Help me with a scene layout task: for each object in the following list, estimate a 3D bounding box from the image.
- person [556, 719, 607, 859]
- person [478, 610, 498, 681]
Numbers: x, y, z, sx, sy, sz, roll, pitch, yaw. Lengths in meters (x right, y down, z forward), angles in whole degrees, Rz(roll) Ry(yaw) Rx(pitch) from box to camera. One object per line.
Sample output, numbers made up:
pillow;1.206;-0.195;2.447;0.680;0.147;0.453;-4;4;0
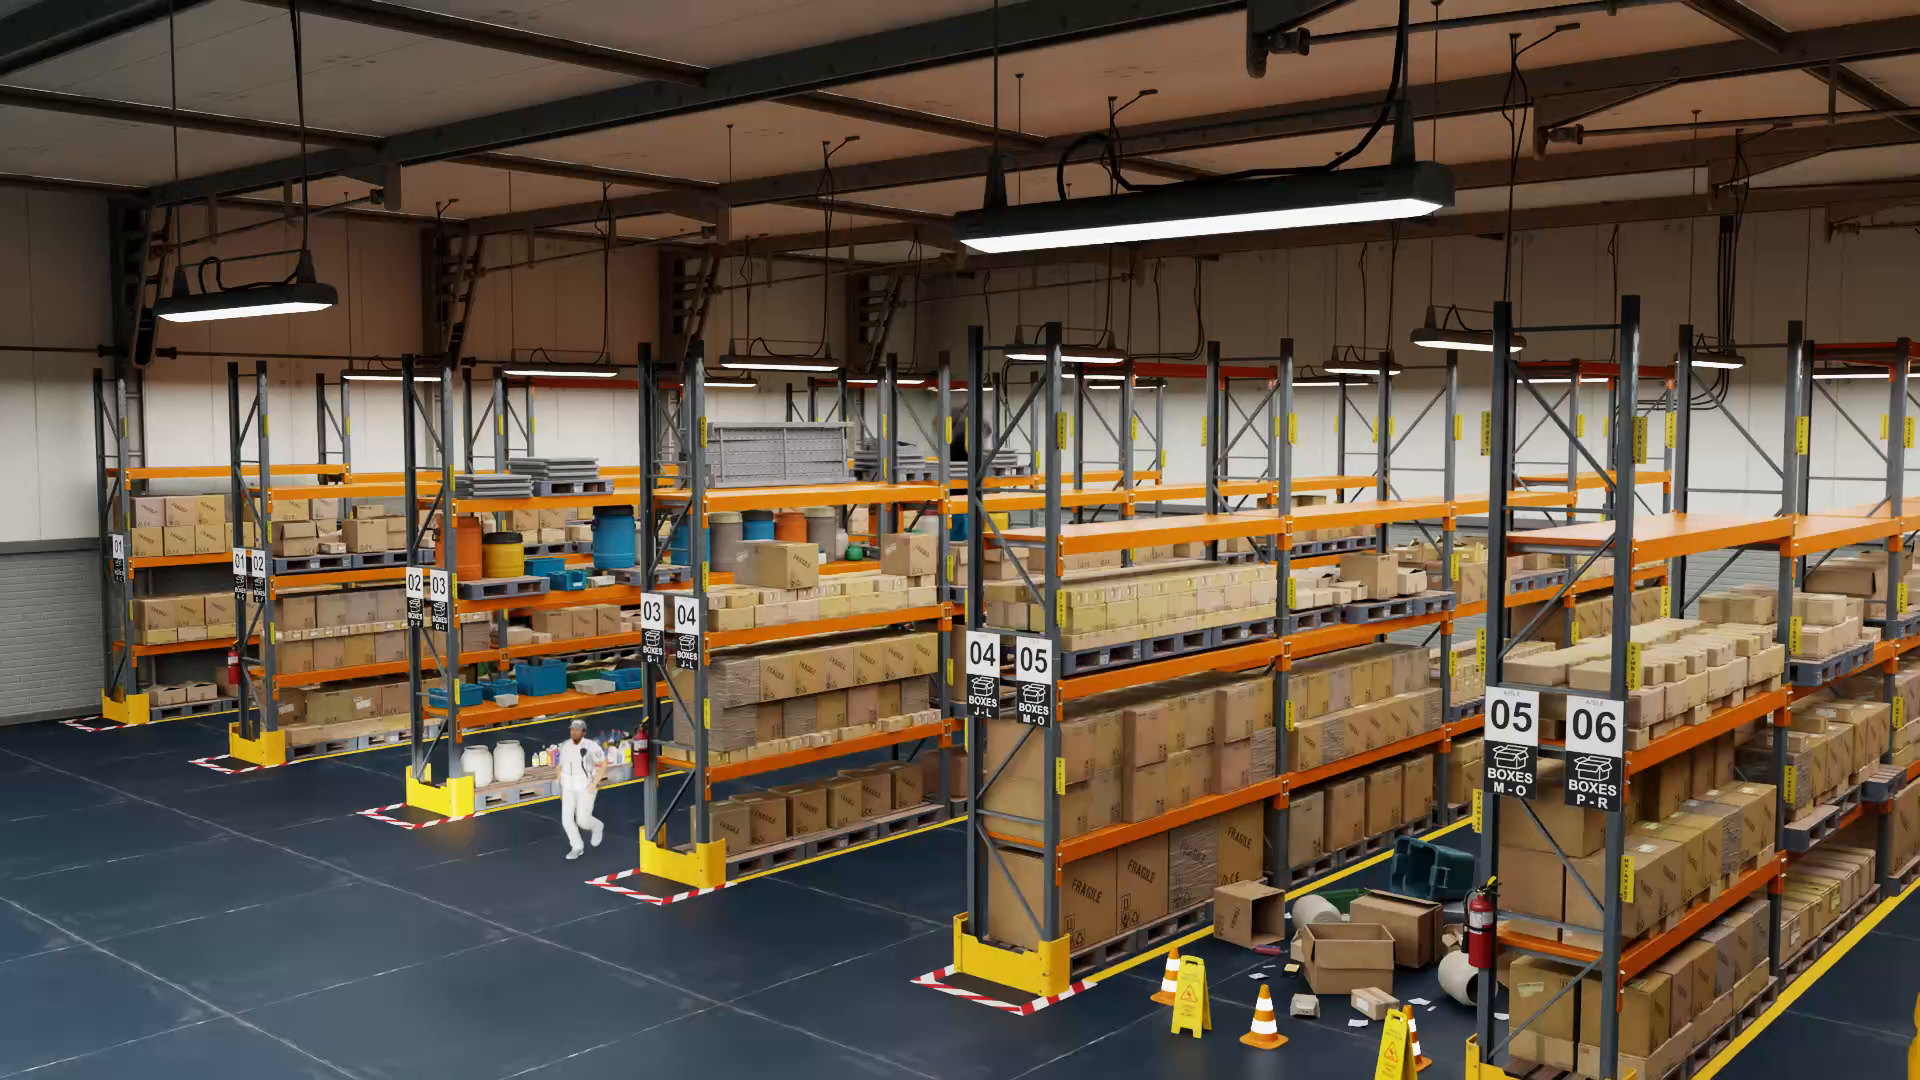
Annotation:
person;-4.469;2.912;19.599;0.597;1.624;0.580;1;4;16
person;-8.434;2.098;29.836;0.664;1.779;0.868;4;6;41
